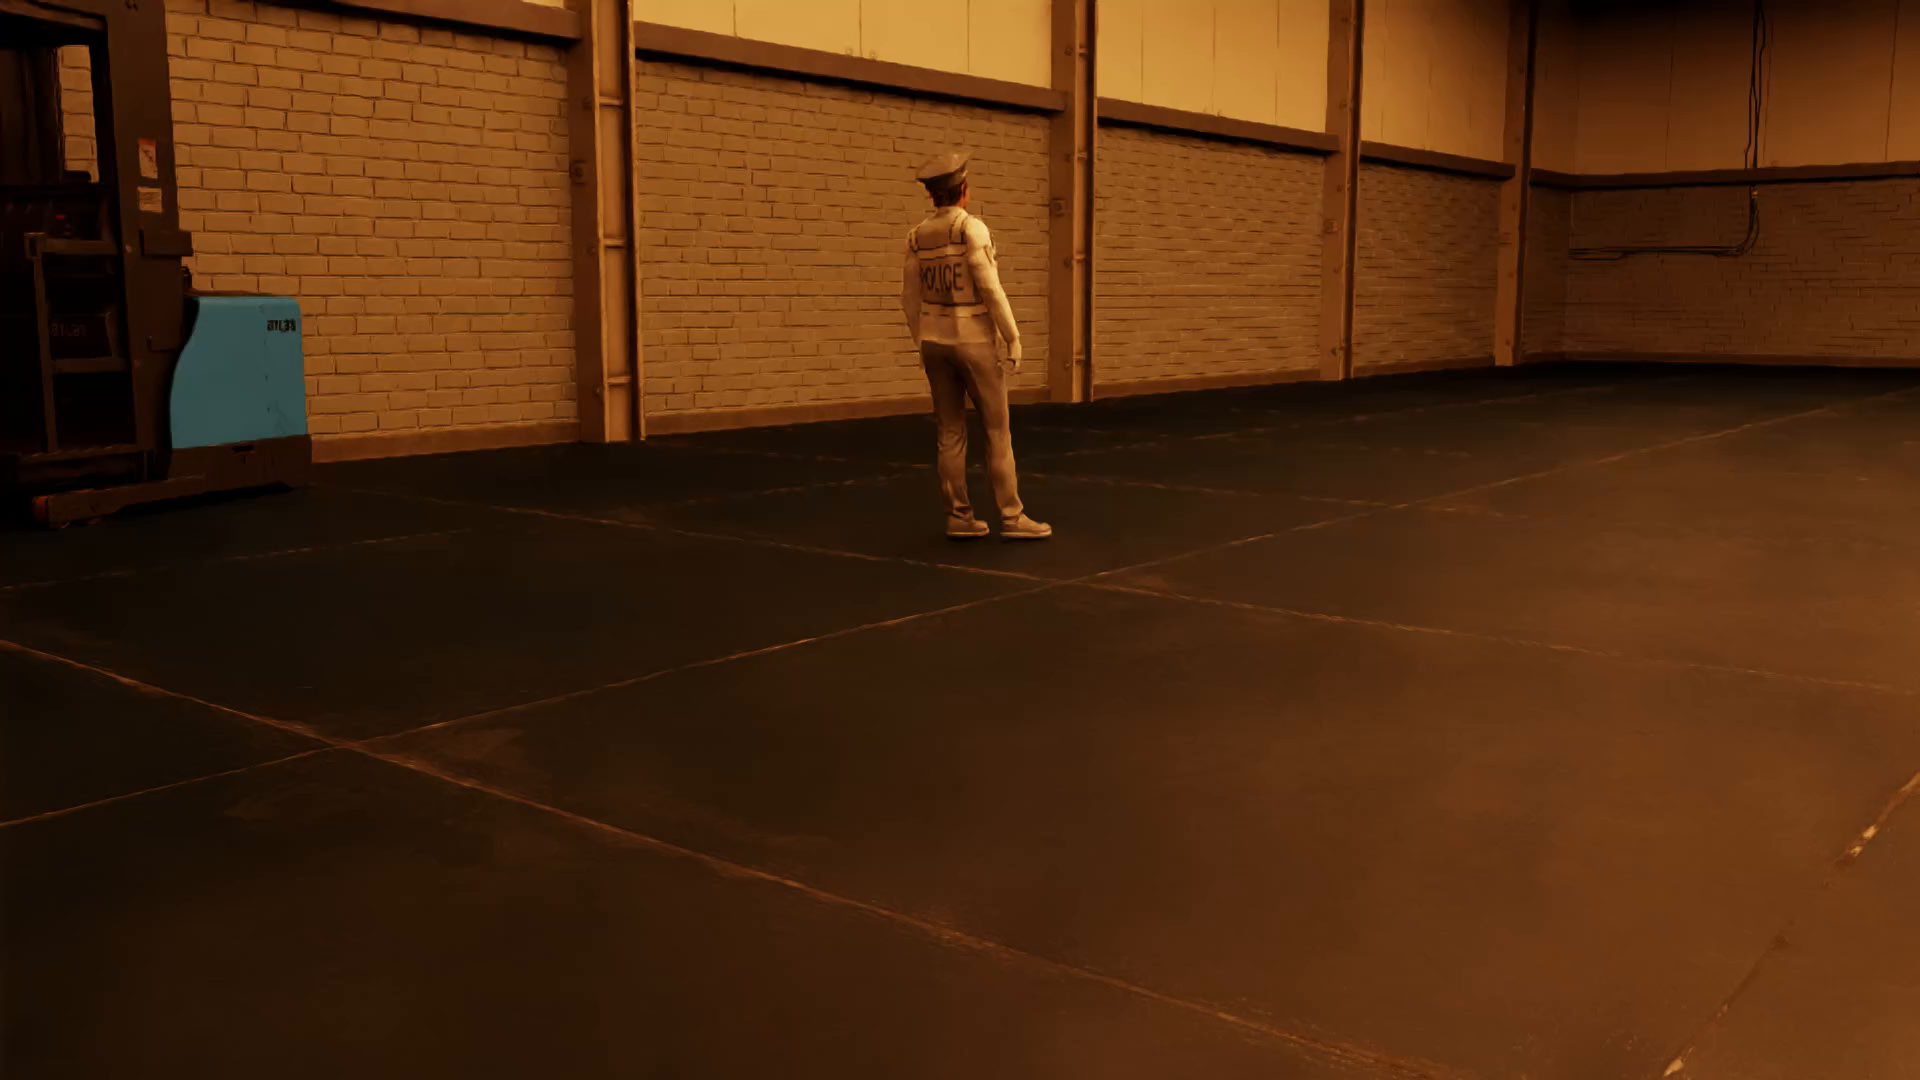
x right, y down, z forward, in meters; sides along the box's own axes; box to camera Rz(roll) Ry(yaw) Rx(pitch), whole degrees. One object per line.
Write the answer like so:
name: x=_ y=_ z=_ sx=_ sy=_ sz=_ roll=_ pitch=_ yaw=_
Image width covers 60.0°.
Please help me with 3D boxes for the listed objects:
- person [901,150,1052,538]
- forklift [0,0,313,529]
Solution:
person: x=0.048 y=-0.853 z=7.329 sx=0.586 sy=1.695 sz=0.532 roll=7 pitch=11 yaw=38
forklift: x=-4.604 y=-1.563 z=7.964 sx=1.130 sy=2.935 sz=3.031 roll=3 pitch=9 yaw=19
